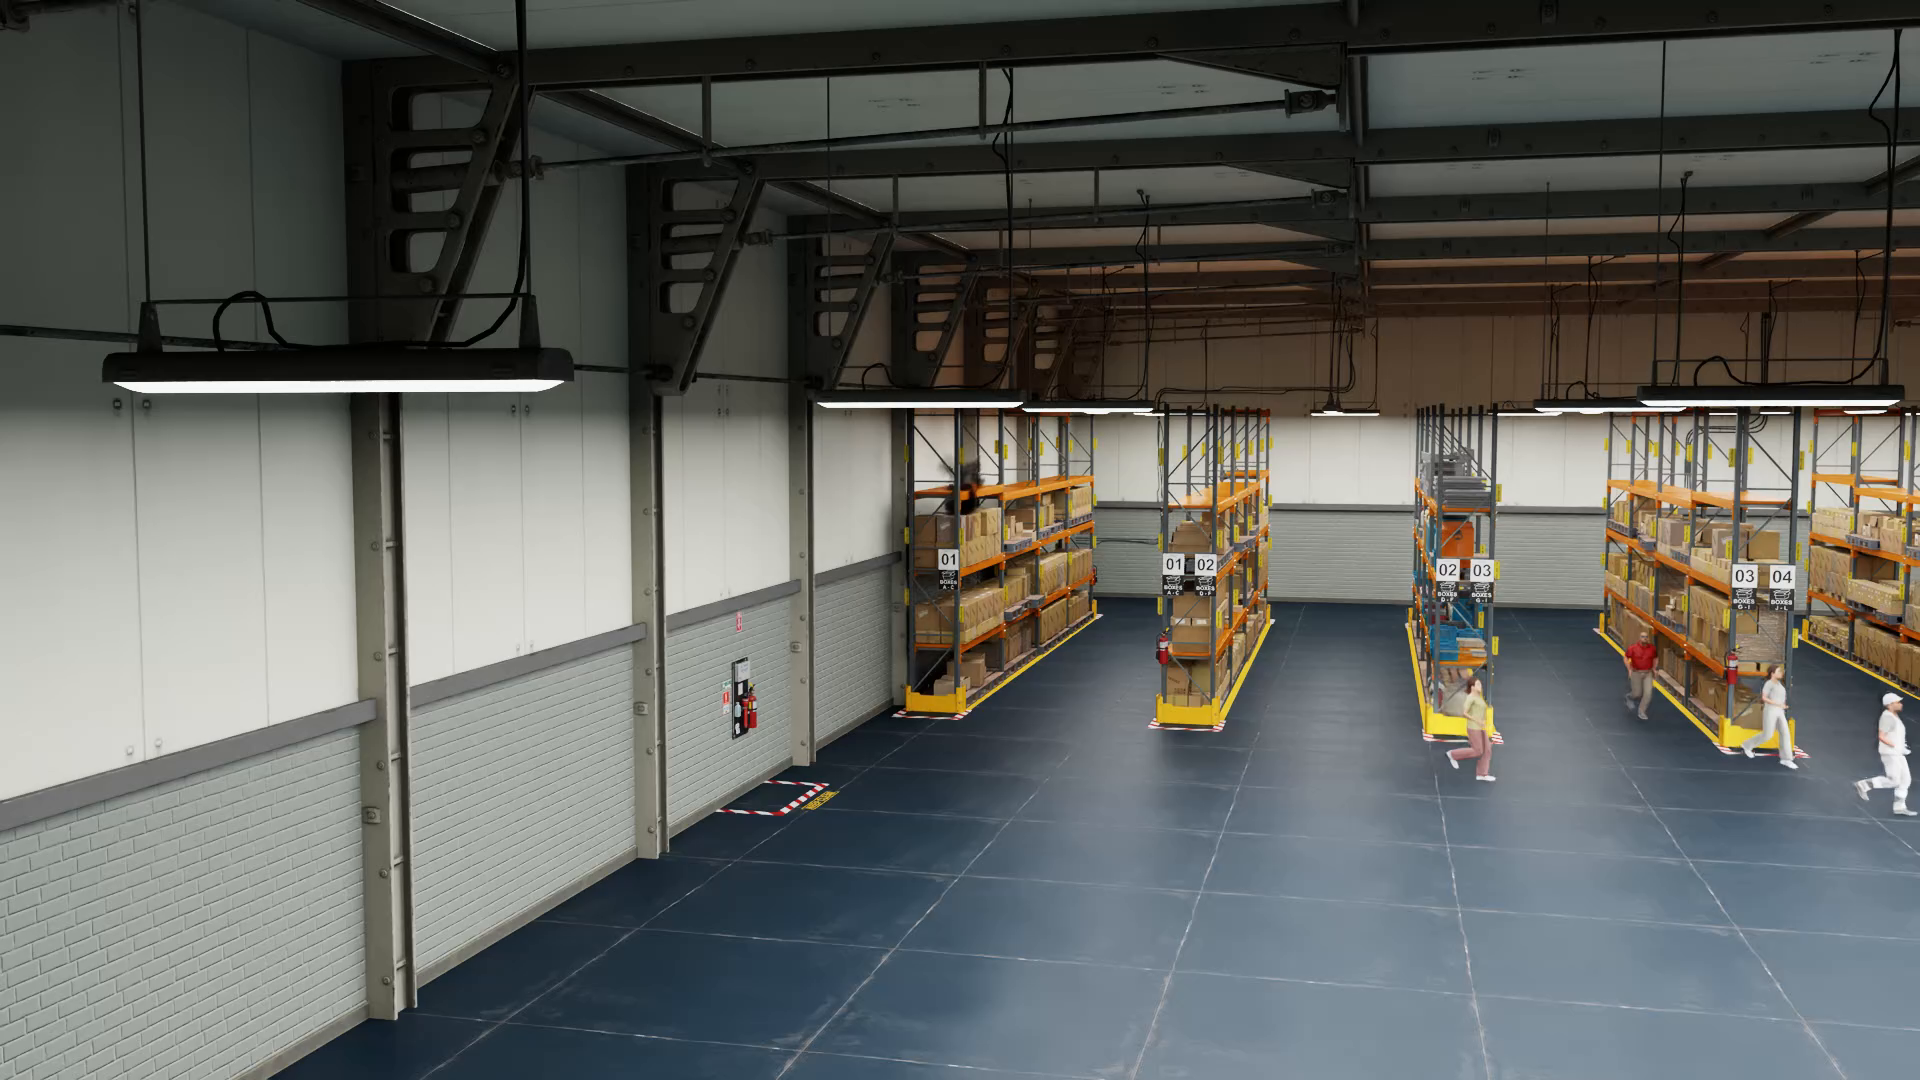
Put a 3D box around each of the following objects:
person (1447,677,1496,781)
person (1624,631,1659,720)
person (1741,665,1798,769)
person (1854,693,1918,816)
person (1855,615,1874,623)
[{"bbox_3d":[8.147,2.986,26.386,0.776,1.637,0.579,3,5,36],"label":"person"},{"bbox_3d":[13.055,2.571,31.889,0.650,1.680,0.652,0,4,6],"label":"person"},{"bbox_3d":[13.423,2.888,27.465,0.598,1.660,0.965,-3,5,-35],"label":"person"},{"bbox_3d":[13.473,3.096,24.144,0.823,1.762,0.655,3,5,39],"label":"person"},{"bbox_3d":[23.694,1.652,43.809,0.766,1.773,0.856,-2,5,-25],"label":"person"}]
